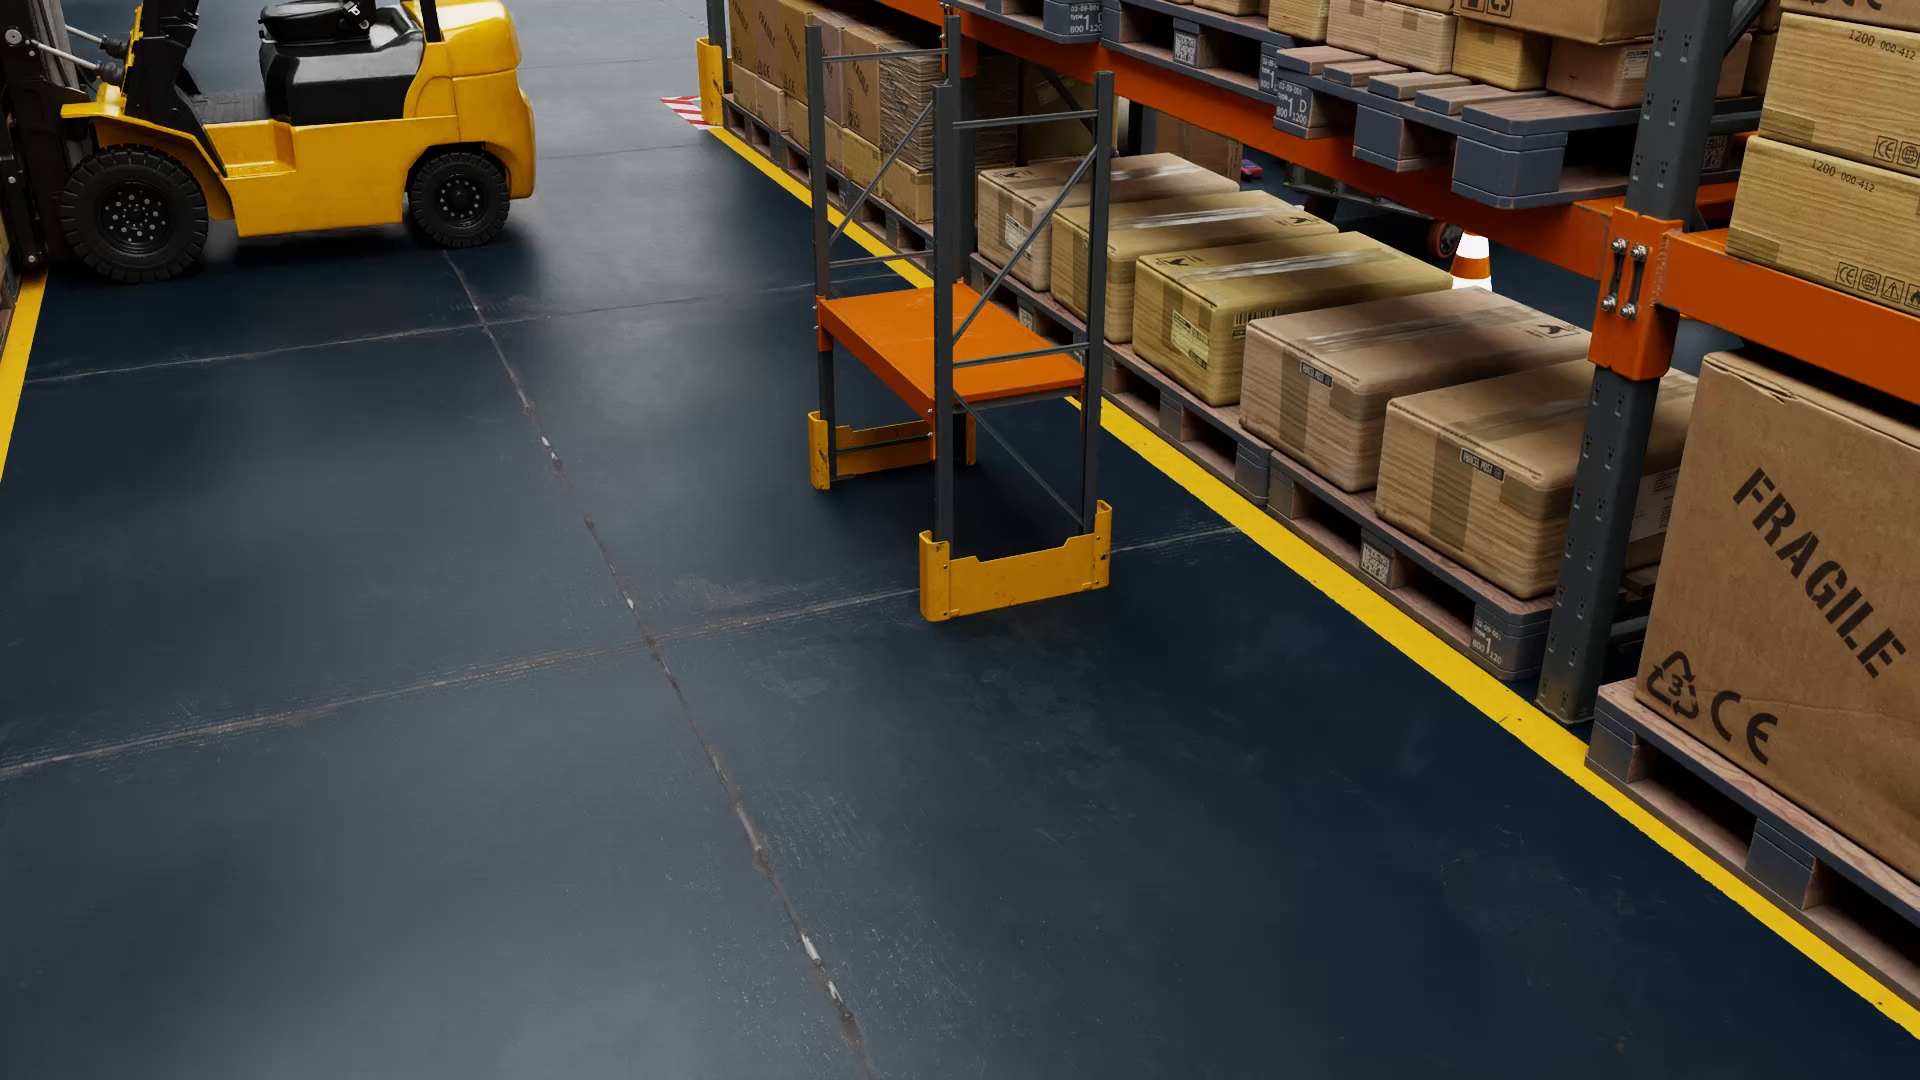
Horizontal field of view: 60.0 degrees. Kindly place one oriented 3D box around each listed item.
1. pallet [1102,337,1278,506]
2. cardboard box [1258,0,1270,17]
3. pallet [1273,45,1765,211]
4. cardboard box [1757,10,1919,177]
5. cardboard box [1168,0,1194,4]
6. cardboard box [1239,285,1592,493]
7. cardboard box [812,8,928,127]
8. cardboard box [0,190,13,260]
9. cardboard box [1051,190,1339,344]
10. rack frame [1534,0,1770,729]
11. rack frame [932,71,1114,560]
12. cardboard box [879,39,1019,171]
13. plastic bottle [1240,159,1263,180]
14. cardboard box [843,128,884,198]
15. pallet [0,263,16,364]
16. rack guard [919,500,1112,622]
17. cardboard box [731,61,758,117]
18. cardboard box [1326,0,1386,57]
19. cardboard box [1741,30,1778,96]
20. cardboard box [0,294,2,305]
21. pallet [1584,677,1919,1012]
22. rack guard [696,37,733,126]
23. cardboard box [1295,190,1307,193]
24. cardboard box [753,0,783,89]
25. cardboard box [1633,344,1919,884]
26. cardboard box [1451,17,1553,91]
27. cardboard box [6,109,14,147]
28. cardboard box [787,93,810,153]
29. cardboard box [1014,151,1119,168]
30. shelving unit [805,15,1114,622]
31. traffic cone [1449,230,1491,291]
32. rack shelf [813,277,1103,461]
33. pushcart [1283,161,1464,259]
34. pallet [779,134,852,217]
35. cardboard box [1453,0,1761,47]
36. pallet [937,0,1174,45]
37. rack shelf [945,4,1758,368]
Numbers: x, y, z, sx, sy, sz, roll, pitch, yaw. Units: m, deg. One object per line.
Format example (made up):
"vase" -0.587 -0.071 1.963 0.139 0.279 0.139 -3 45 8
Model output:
"pallet" 1.211 -0.529 6.093 1.003 0.211 1.213 -11 28 -21
"cardboard box" 1.138 -1.667 5.053 0.380 0.149 0.250 -10 28 -20
"pallet" 1.612 -1.158 4.421 1.213 0.211 1.003 -11 28 -21
"cardboard box" 1.960 -0.885 3.245 0.500 0.250 0.500 -11 28 -21
"cardboard box" 0.833 -1.857 5.442 0.380 0.149 0.250 -9 28 -19
"cardboard box" 1.481 -0.509 5.390 0.950 0.372 0.625 -11 28 -22
"cardboard box" -0.458 -2.483 8.717 0.500 0.500 0.500 -9 27 -18
"cardboard box" -4.457 -1.347 7.246 0.500 0.250 0.500 -10 28 -20
"cardboard box" 0.915 -1.096 6.593 0.950 0.372 0.625 -9 27 -17
"rack frame" 1.989 -0.975 3.827 1.000 3.000 0.127 -11 28 -21
"rack frame" 0.166 -0.503 4.571 0.500 1.500 0.032 -11 28 -21
"cardboard box" -0.056 -2.072 7.876 0.500 0.500 0.500 -11 28 -21
"plastic bottle" 1.643 -2.112 9.506 0.133 0.061 0.283 -6 27 -12
"cardboard box" -0.274 -1.948 8.477 0.500 0.250 0.500 -11 28 -22
"pallet" -4.416 -0.810 6.669 1.003 0.211 1.213 -11 28 -21
"rack guard" 0.165 0.058 4.846 0.587 0.250 0.087 -11 28 -21
"cardboard box" -1.082 -2.784 10.189 0.500 0.250 0.500 -11 28 -21
"cardboard box" 1.242 -1.435 4.578 0.380 0.149 0.250 -12 28 -23
"cardboard box" 2.033 -1.214 4.125 0.380 0.149 0.250 -12 29 -24
"cardboard box" -4.028 -0.940 6.412 0.500 0.250 0.500 -10 28 -20
"pallet" 2.229 0.610 3.761 1.003 0.211 1.213 -11 28 -21
"rack guard" -1.114 -3.050 10.928 1.175 0.500 0.348 -11 28 -21
"cardboard box" 2.078 -2.059 9.163 0.396 0.266 0.258 13 29 24
"cardboard box" -0.864 -2.901 9.574 0.500 0.500 0.500 -12 28 -23
"cardboard box" 2.183 0.085 3.601 0.875 0.875 0.875 -11 28 -21
"cardboard box" 1.473 -1.238 4.175 0.380 0.149 0.250 -10 28 -20
"cardboard box" -4.823 -1.976 7.963 0.500 0.250 0.500 -11 28 -22
"cardboard box" -0.664 -2.359 9.317 0.500 0.250 0.500 -9 27 -17
"cardboard box" 0.440 -1.827 8.229 0.500 0.250 0.500 -12 28 -23
"shelving unit" -0.030 -0.705 4.984 0.587 1.500 1.083 -11 28 -21
"traffic cone" 2.196 -1.189 7.159 0.336 0.463 0.334 -11 28 -21
"rack shelf" -0.033 -0.547 5.070 0.538 0.185 1.000 -11 28 -21
"pushcart" 2.501 -1.823 8.554 1.648 0.377 0.936 -22 34 -38
"pallet" -0.354 -2.095 9.300 1.003 0.211 1.213 -11 28 -21
"cardboard box" 1.555 -1.478 3.926 0.500 0.500 0.500 -11 28 -22
"pallet" 0.588 -2.170 6.494 1.003 0.211 1.213 -11 28 -21
"rack shelf" 1.206 -1.459 5.639 1.077 0.370 4.000 -11 28 -21
